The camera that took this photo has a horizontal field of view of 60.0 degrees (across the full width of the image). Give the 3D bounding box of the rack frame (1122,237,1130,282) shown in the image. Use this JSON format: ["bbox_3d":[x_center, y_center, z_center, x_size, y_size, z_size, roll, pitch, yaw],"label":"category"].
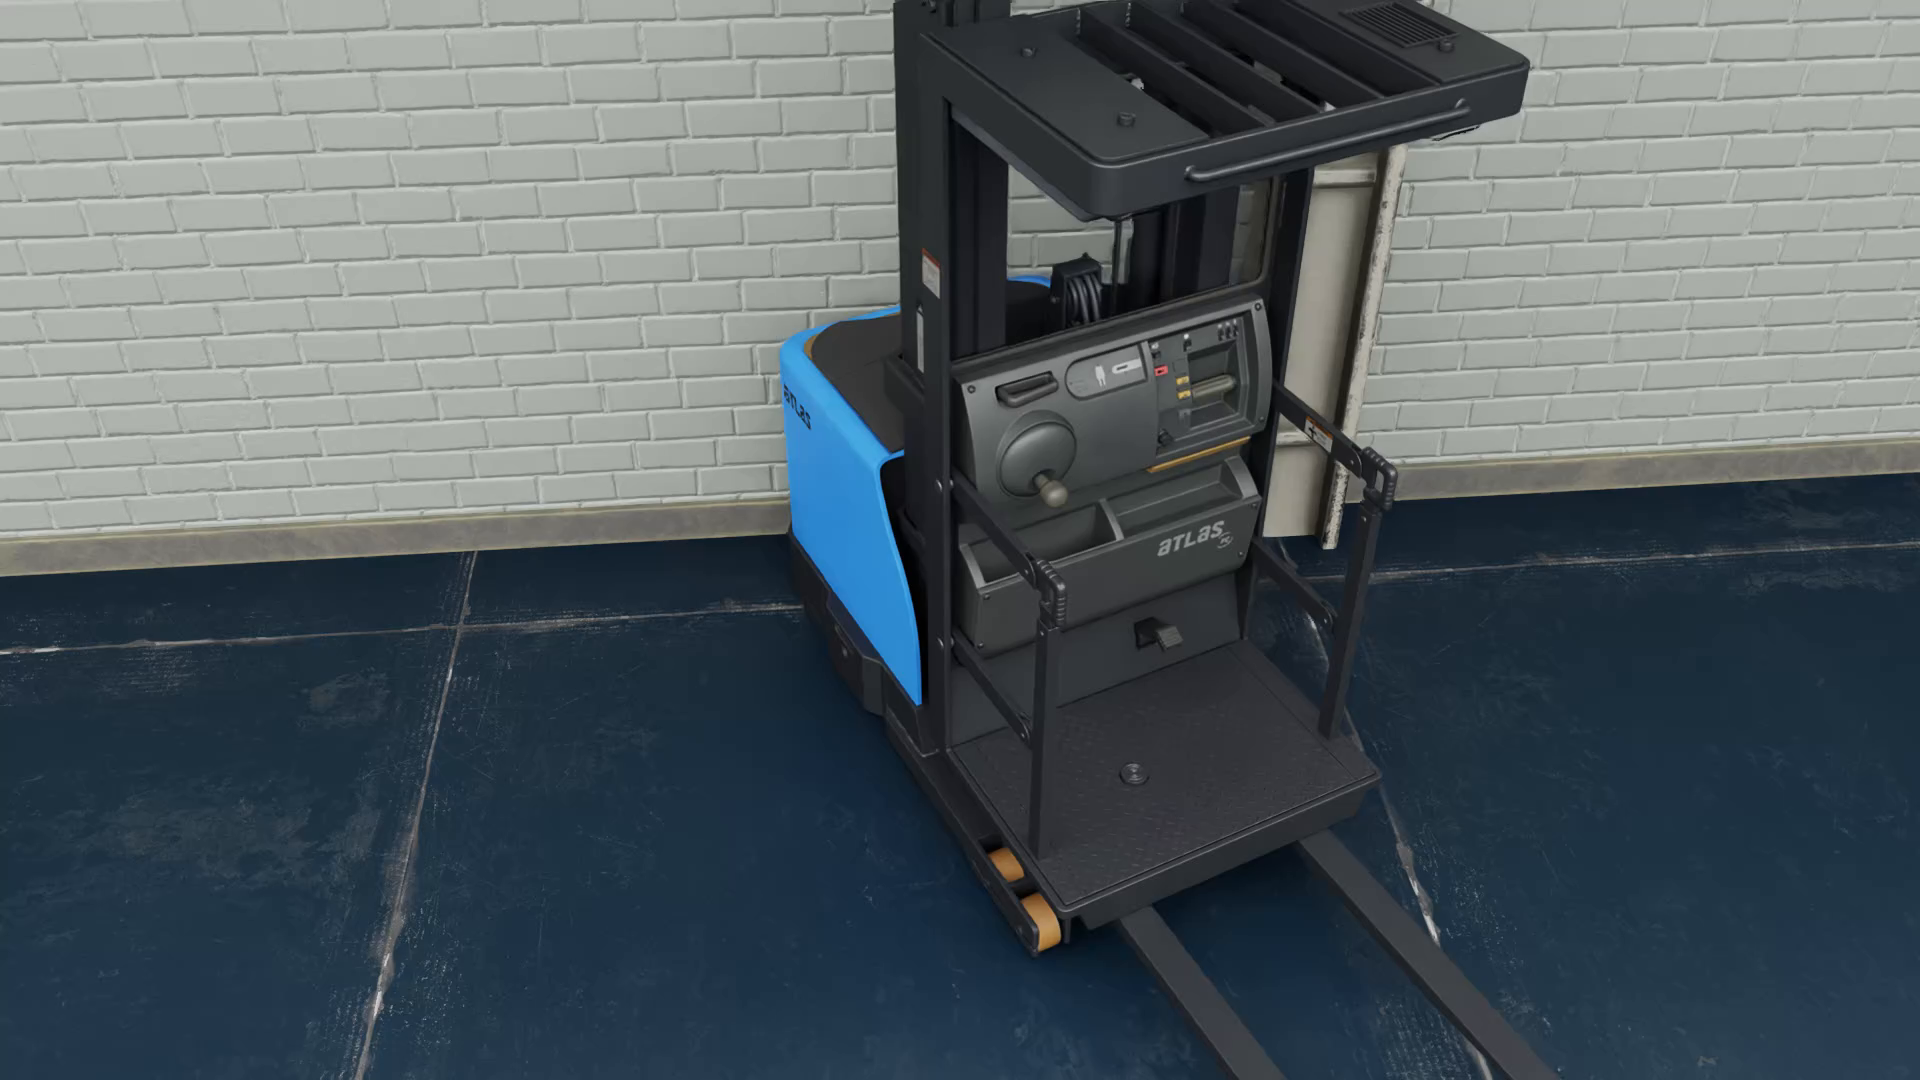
[{"bbox_3d":[0.625,-0.487,5.899,0.006,1.200,0.240,-23,44,-26],"label":"rack frame"}]

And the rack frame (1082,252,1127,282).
[{"bbox_3d":[0.473,-0.424,5.819,0.006,1.200,0.240,-23,44,-26],"label":"rack frame"}]

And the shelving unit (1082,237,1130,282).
[{"bbox_3d":[0.549,-0.456,5.859,0.189,1.200,0.258,-23,44,-26],"label":"shelving unit"}]

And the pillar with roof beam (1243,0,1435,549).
[{"bbox_3d":[1.578,-0.929,0.163,0.400,9.000,9.100,-3,38,-4],"label":"pillar with roof beam"}]

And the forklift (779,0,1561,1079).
[{"bbox_3d":[0.530,-0.295,4.258,1.130,2.935,3.031,-18,42,-21],"label":"forklift"}]
